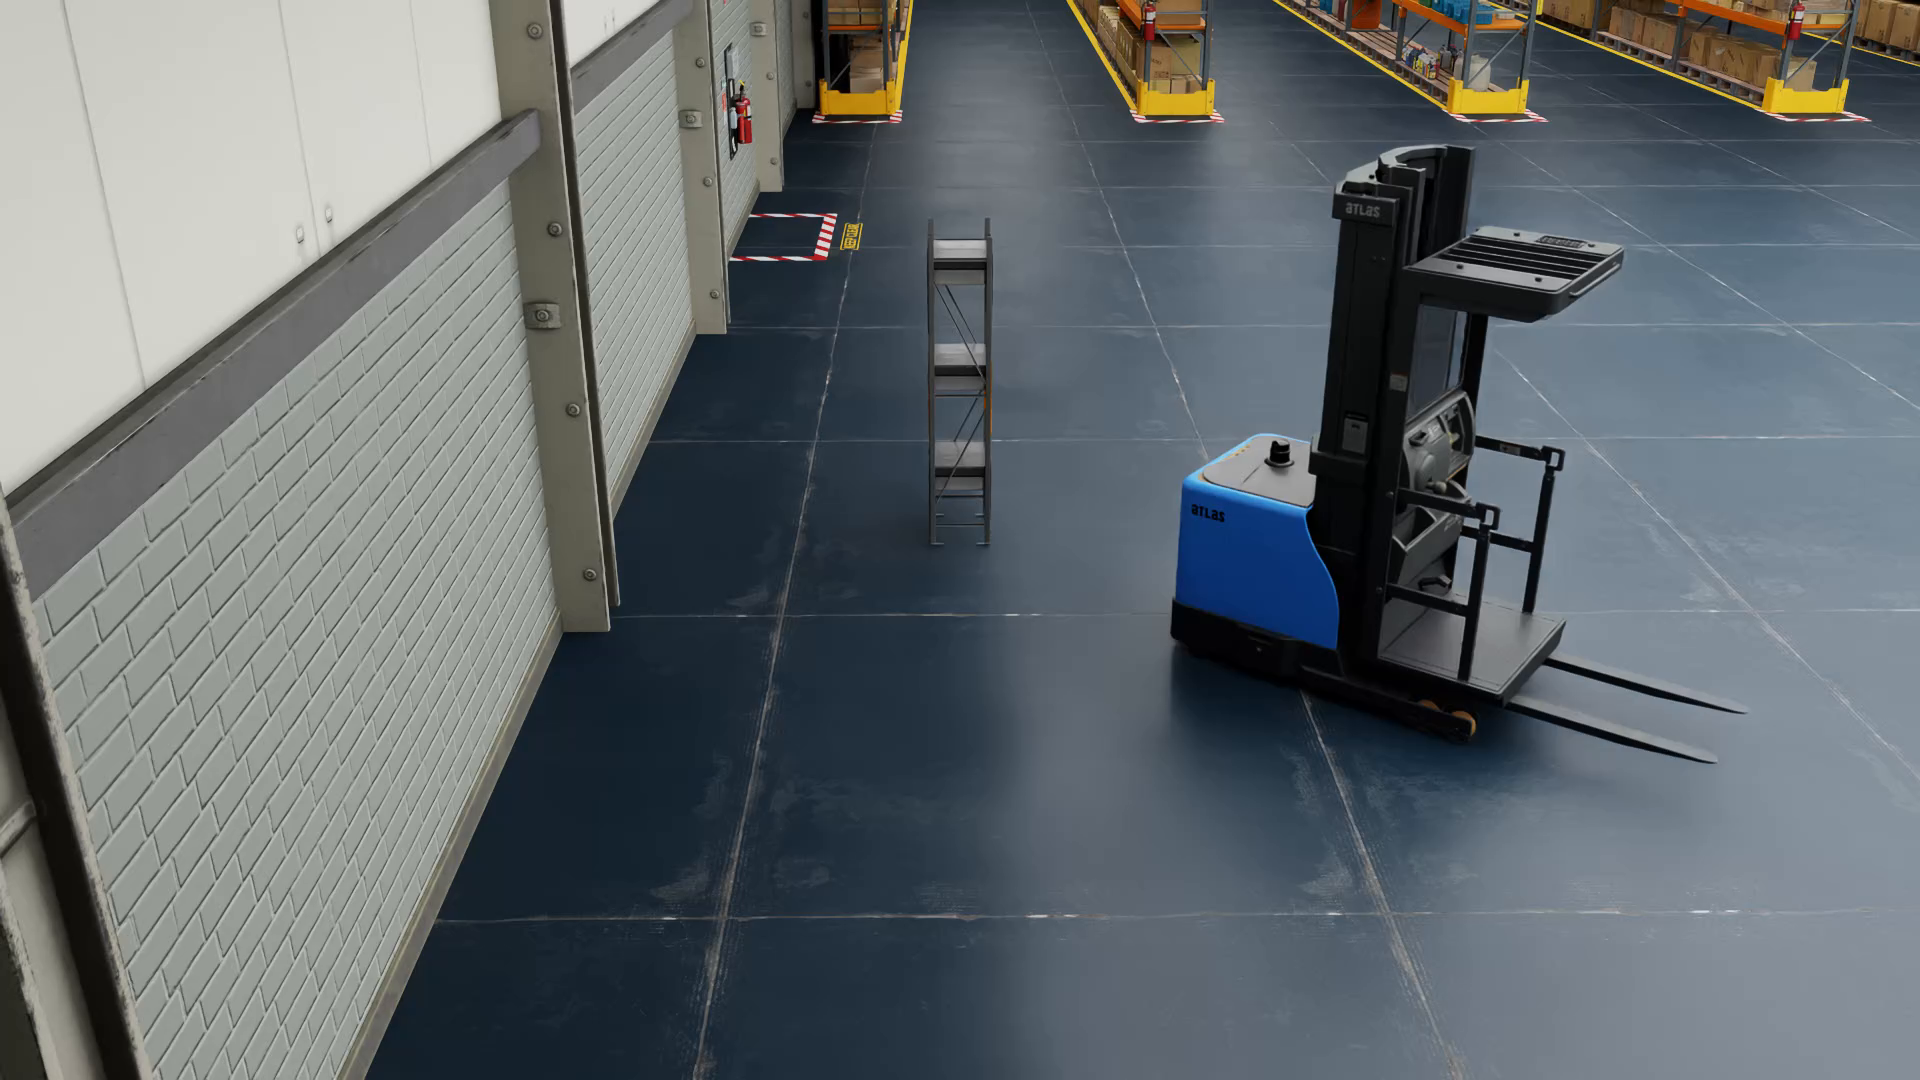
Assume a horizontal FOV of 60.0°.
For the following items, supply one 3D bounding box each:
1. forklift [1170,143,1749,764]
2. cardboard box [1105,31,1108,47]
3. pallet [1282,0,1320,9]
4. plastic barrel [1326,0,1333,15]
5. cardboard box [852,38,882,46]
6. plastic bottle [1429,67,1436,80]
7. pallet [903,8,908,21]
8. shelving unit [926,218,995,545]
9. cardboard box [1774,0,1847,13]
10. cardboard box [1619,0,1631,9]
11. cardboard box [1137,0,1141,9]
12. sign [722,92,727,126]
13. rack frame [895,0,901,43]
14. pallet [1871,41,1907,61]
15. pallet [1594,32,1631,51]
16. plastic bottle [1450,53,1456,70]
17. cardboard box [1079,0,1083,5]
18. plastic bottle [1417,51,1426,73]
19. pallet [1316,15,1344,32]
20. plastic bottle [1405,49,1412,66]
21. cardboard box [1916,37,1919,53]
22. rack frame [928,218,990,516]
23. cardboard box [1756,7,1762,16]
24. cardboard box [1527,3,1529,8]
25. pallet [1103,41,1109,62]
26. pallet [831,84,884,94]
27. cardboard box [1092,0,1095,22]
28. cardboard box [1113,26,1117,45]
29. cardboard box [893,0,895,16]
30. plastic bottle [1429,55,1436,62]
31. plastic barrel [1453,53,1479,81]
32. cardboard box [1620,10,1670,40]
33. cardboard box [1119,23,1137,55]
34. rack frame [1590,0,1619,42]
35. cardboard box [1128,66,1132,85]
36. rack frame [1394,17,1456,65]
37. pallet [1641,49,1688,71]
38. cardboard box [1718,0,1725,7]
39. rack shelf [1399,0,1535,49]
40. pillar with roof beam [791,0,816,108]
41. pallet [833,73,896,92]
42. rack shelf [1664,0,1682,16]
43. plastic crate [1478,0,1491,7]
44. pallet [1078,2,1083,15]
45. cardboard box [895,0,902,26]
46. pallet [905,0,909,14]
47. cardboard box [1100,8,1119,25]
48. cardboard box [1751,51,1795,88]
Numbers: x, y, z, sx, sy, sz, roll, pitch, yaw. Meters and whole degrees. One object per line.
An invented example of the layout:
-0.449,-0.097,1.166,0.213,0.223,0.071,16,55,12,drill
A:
2.733,-0.504,8.808,3.031,2.935,1.130,17,29,33,forklift
3.003,-9.437,31.303,0.500,0.250,0.500,0,24,1,cardboard box
8.114,-12.554,38.750,1.003,0.211,1.213,0,24,-1,pallet
8.174,-11.737,35.597,0.600,0.901,0.708,0,24,-1,plastic barrel
-1.591,-8.310,28.484,0.500,0.500,0.500,-2,24,-5,cardboard box
7.850,-7.753,27.614,0.097,0.201,0.097,0,24,0,plastic bottle
-1.646,-11.385,36.166,1.003,0.211,1.213,0,24,-1,pallet
-0.002,-1.025,10.968,0.431,2.100,0.503,0,24,-1,shelving unit
13.282,-8.503,25.927,0.875,0.500,0.500,0,24,-1,cardboard box
13.211,-10.519,32.456,0.500,0.250,0.500,1,24,2,cardboard box
3.336,-9.139,27.695,0.700,0.500,0.500,0,24,0,cardboard box
-2.514,-4.610,17.759,0.001,0.329,0.234,0,24,-1,sign
-1.686,-11.325,32.649,1.000,3.000,0.127,0,24,-1,rack frame
18.078,-9.275,31.501,1.003,0.211,1.213,0,24,-1,pallet
13.180,-9.799,32.659,1.003,0.211,1.213,0,24,-1,pallet
8.463,-8.196,28.495,0.061,0.283,0.133,0,24,-1,plastic bottle
2.934,-12.292,37.287,0.500,0.500,0.500,0,24,-1,cardboard box
7.865,-8.127,28.259,0.144,0.351,0.185,0,24,-1,plastic bottle
8.160,-10.925,35.149,1.003,0.211,1.213,0,24,-1,pallet
7.860,-8.414,28.985,0.152,0.276,0.135,1,24,1,plastic bottle
18.081,-9.145,30.051,1.050,0.750,0.750,0,24,-1,cardboard box
-0.004,-1.125,11.190,0.400,2.100,0.015,0,24,-1,rack frame
13.046,-8.509,26.728,0.380,0.149,0.250,0,24,-1,cardboard box
13.157,-11.999,36.209,1.225,0.875,0.875,0,24,0,cardboard box
3.248,-9.237,31.417,1.003,0.211,1.213,0,24,-1,pallet
-1.573,-7.124,26.745,1.003,0.211,1.213,0,24,-1,pallet
3.017,-11.007,34.447,0.500,0.500,0.500,-1,24,-2,cardboard box
3.020,-9.060,29.788,0.500,0.311,0.500,0,24,-1,cardboard box
-1.306,-8.595,26.772,0.500,0.250,0.500,-1,24,-1,cardboard box
8.013,-8.104,28.299,0.152,0.276,0.135,0,24,-1,plastic bottle
8.219,-7.608,26.940,0.421,0.512,0.421,0,24,0,plastic barrel
13.219,-9.948,32.106,0.700,0.500,0.500,-2,24,-5,cardboard box
3.016,-8.582,28.502,0.500,0.500,0.500,0,24,-1,cardboard box
13.173,-11.391,32.797,1.000,3.000,0.127,0,24,-1,rack frame
3.029,-7.622,27.290,0.500,0.250,0.500,0,24,-1,cardboard box
8.264,-9.721,29.103,1.000,3.000,0.127,0,24,-1,rack frame
13.207,-8.793,30.436,1.003,0.211,1.213,0,24,-1,pallet
12.957,-9.024,27.867,0.380,0.149,0.250,0,24,-1,cardboard box
8.286,-8.569,27.429,1.077,0.370,4.000,0,24,-1,rack shelf
1.834,-11.065,24.796,9.100,9.000,0.400,0,24,-1,pillar with roof beam
-1.583,-7.625,27.853,1.003,0.211,1.213,0,24,-1,pallet
13.195,-10.239,31.123,1.077,0.370,4.000,0,24,-1,rack shelf
8.535,-8.933,27.681,0.530,0.136,0.437,0,24,-1,plastic crate
3.217,-12.009,37.546,1.003,0.211,1.213,0,24,-1,pallet
-1.563,-10.840,33.677,0.750,0.750,0.750,-1,24,-1,cardboard box
-1.659,-12.016,37.562,1.003,0.211,1.213,0,24,-1,pallet
2.994,-10.109,32.108,0.500,0.311,0.500,-1,24,-2,cardboard box
13.230,-7.651,27.050,0.500,0.500,0.500,6,25,13,cardboard box
